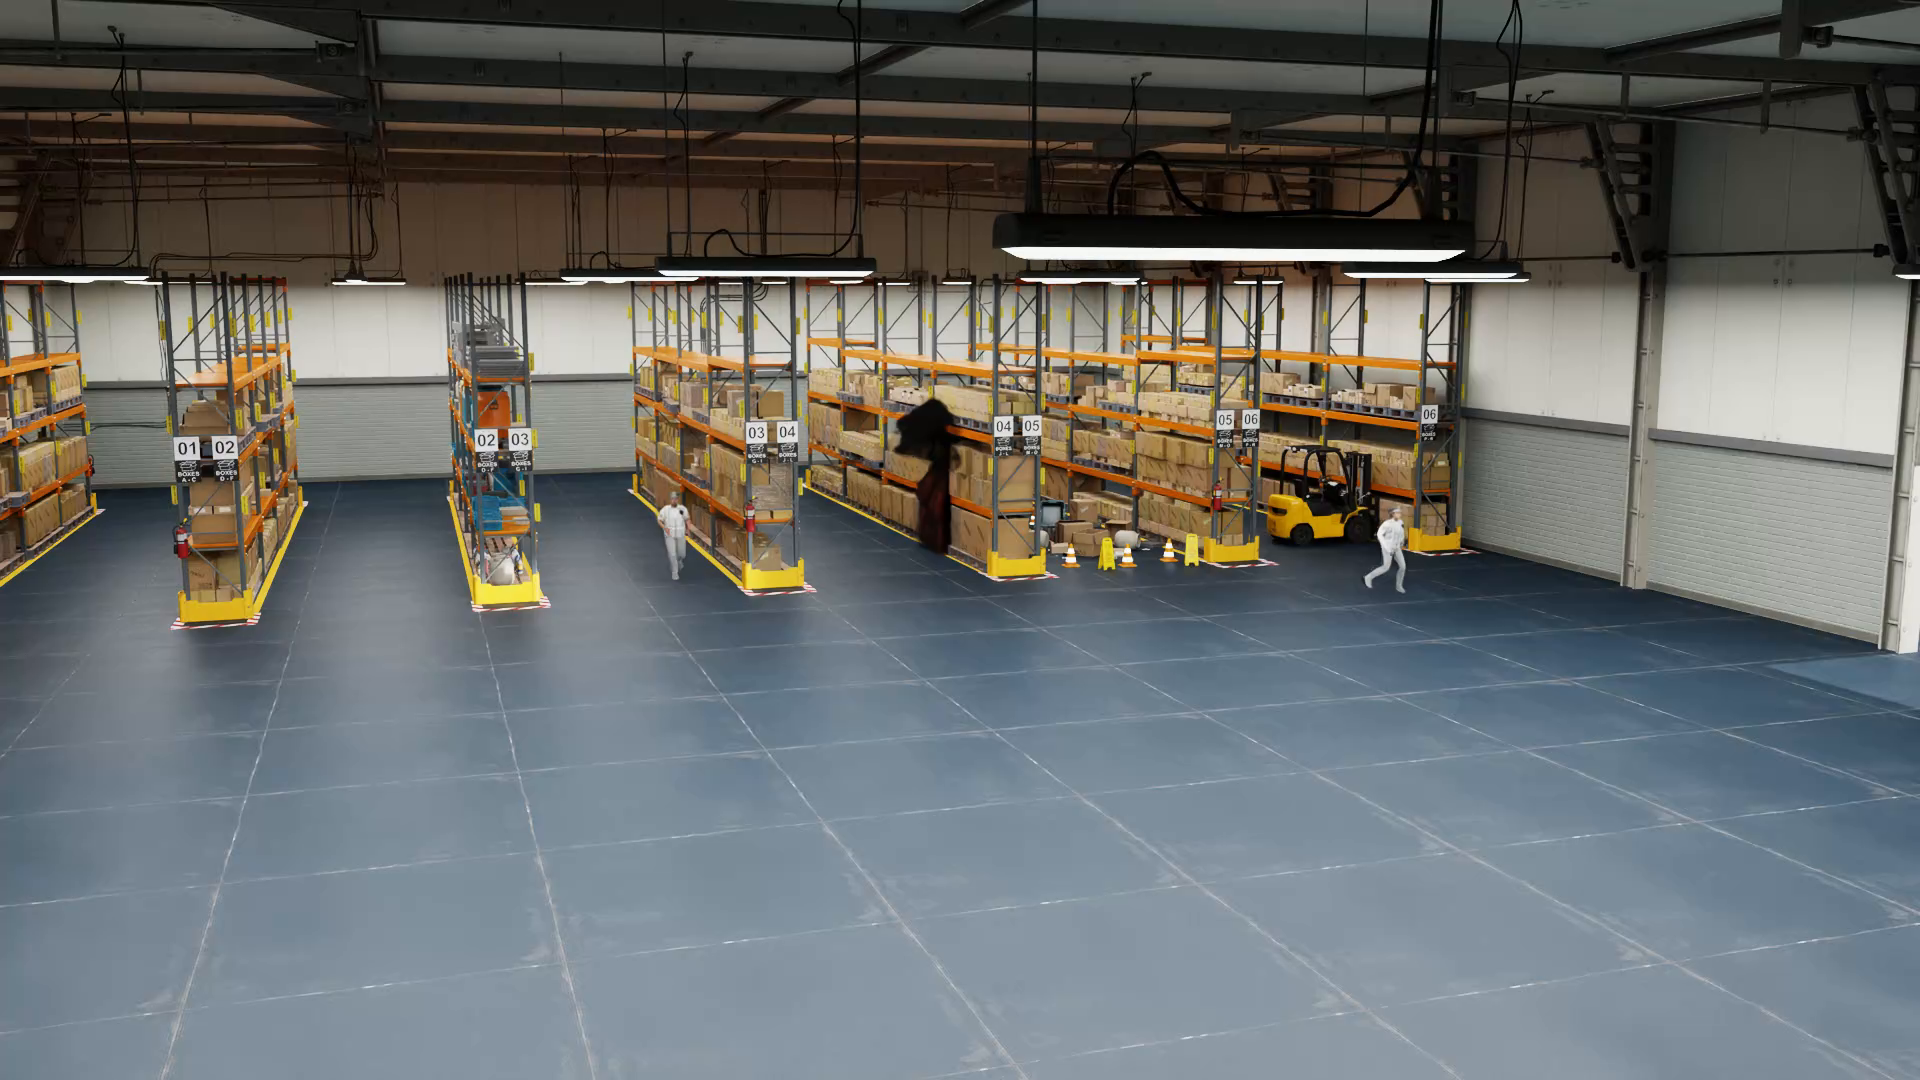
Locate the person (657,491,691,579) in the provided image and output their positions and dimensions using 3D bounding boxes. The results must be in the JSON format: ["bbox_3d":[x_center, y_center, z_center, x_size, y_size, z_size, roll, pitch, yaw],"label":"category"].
[{"bbox_3d":[-5.683,-0.110,33.121,0.665,1.746,0.603,-2,9,-16],"label":"person"}]

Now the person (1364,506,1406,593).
[{"bbox_3d":[8.168,0.179,31.612,0.814,1.693,0.641,-6,10,-34],"label":"person"}]

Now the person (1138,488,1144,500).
[{"bbox_3d":[4.645,-1.590,43.249,0.593,1.626,0.543,-4,10,-26],"label":"person"}]
